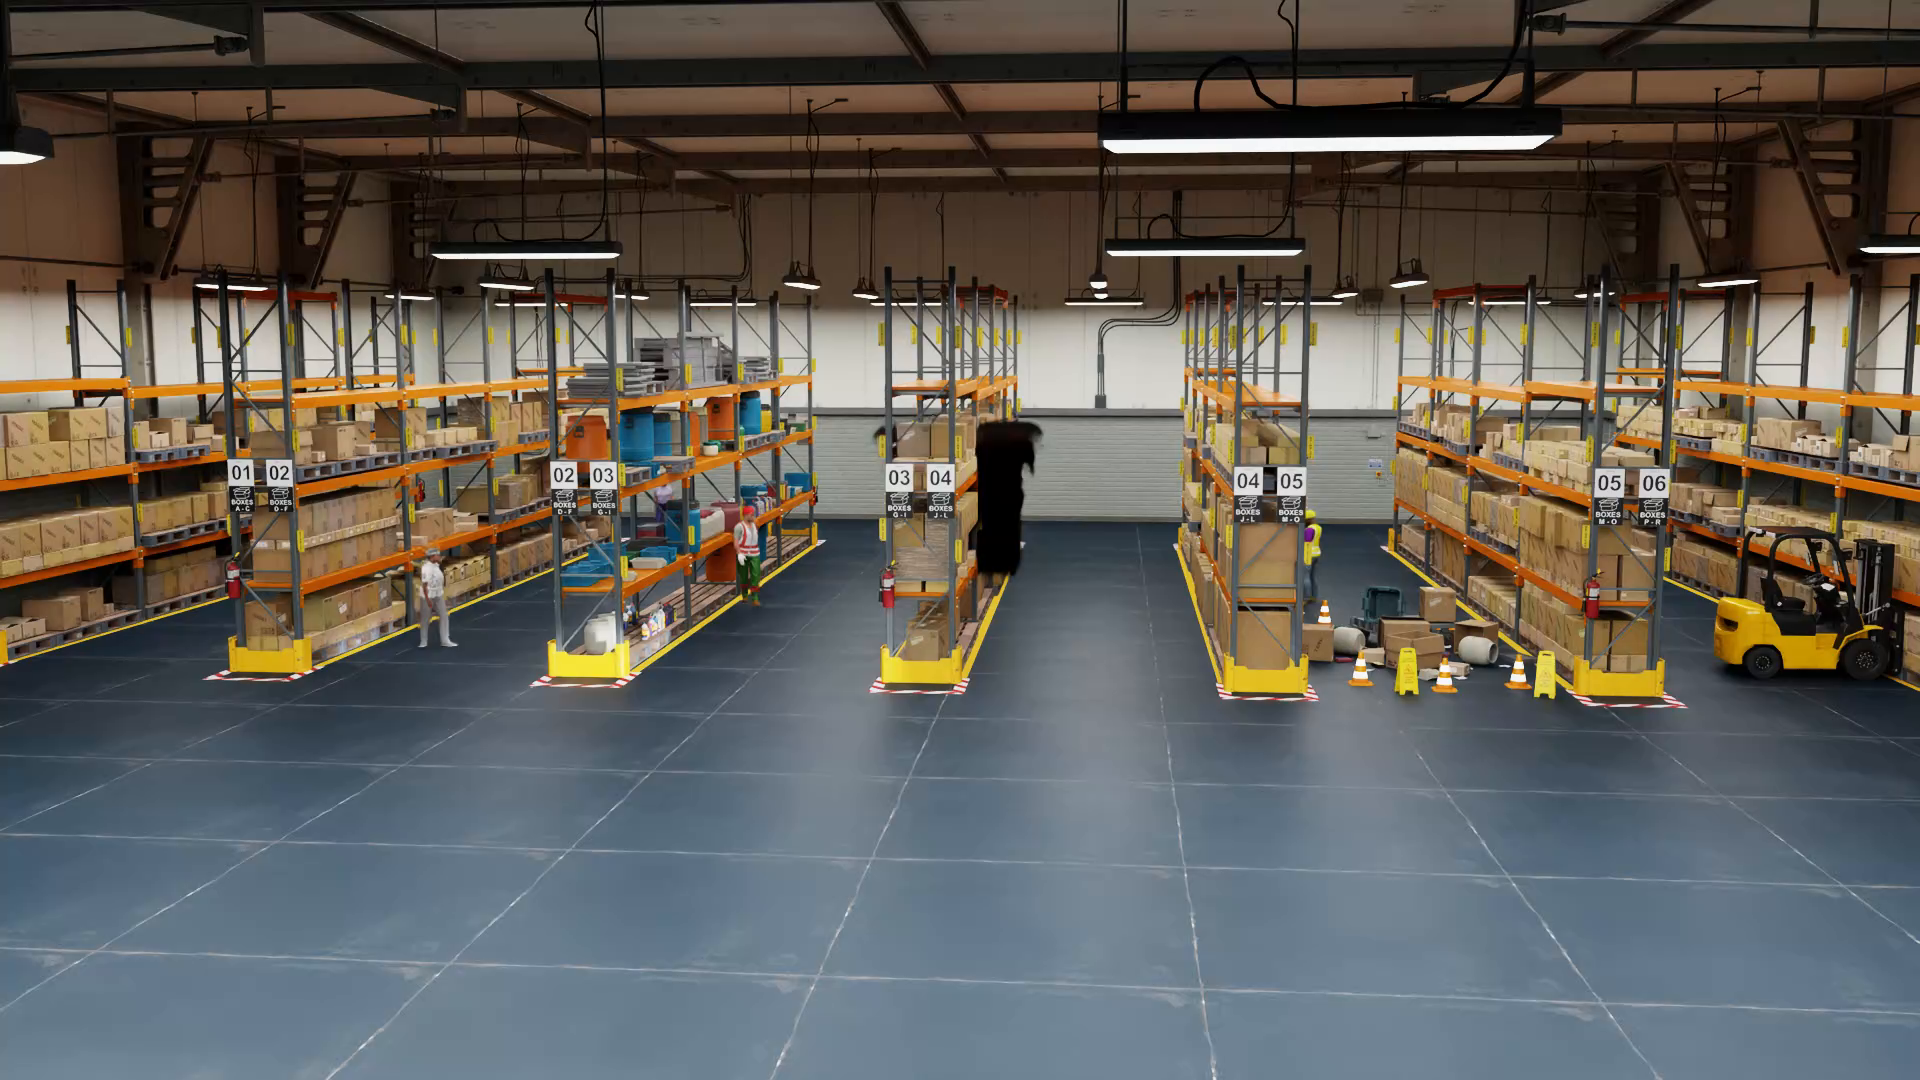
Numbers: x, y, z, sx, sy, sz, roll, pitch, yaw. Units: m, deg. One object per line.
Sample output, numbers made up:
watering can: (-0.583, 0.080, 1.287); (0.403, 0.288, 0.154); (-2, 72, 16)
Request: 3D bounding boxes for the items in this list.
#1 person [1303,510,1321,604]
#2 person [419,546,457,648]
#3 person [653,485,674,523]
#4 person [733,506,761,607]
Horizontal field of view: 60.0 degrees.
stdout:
person: (6.577, 0.320, 31.430); (0.414, 1.777, 0.650); (5, 9, 36)
person: (-8.535, 0.923, 26.887); (0.617, 1.657, 0.492); (4, 8, 32)
person: (-7.311, -0.783, 41.081); (0.558, 1.600, 0.970); (1, 7, 7)
person: (-3.737, 0.282, 29.177); (0.478, 1.746, 0.977); (-1, 7, -9)
